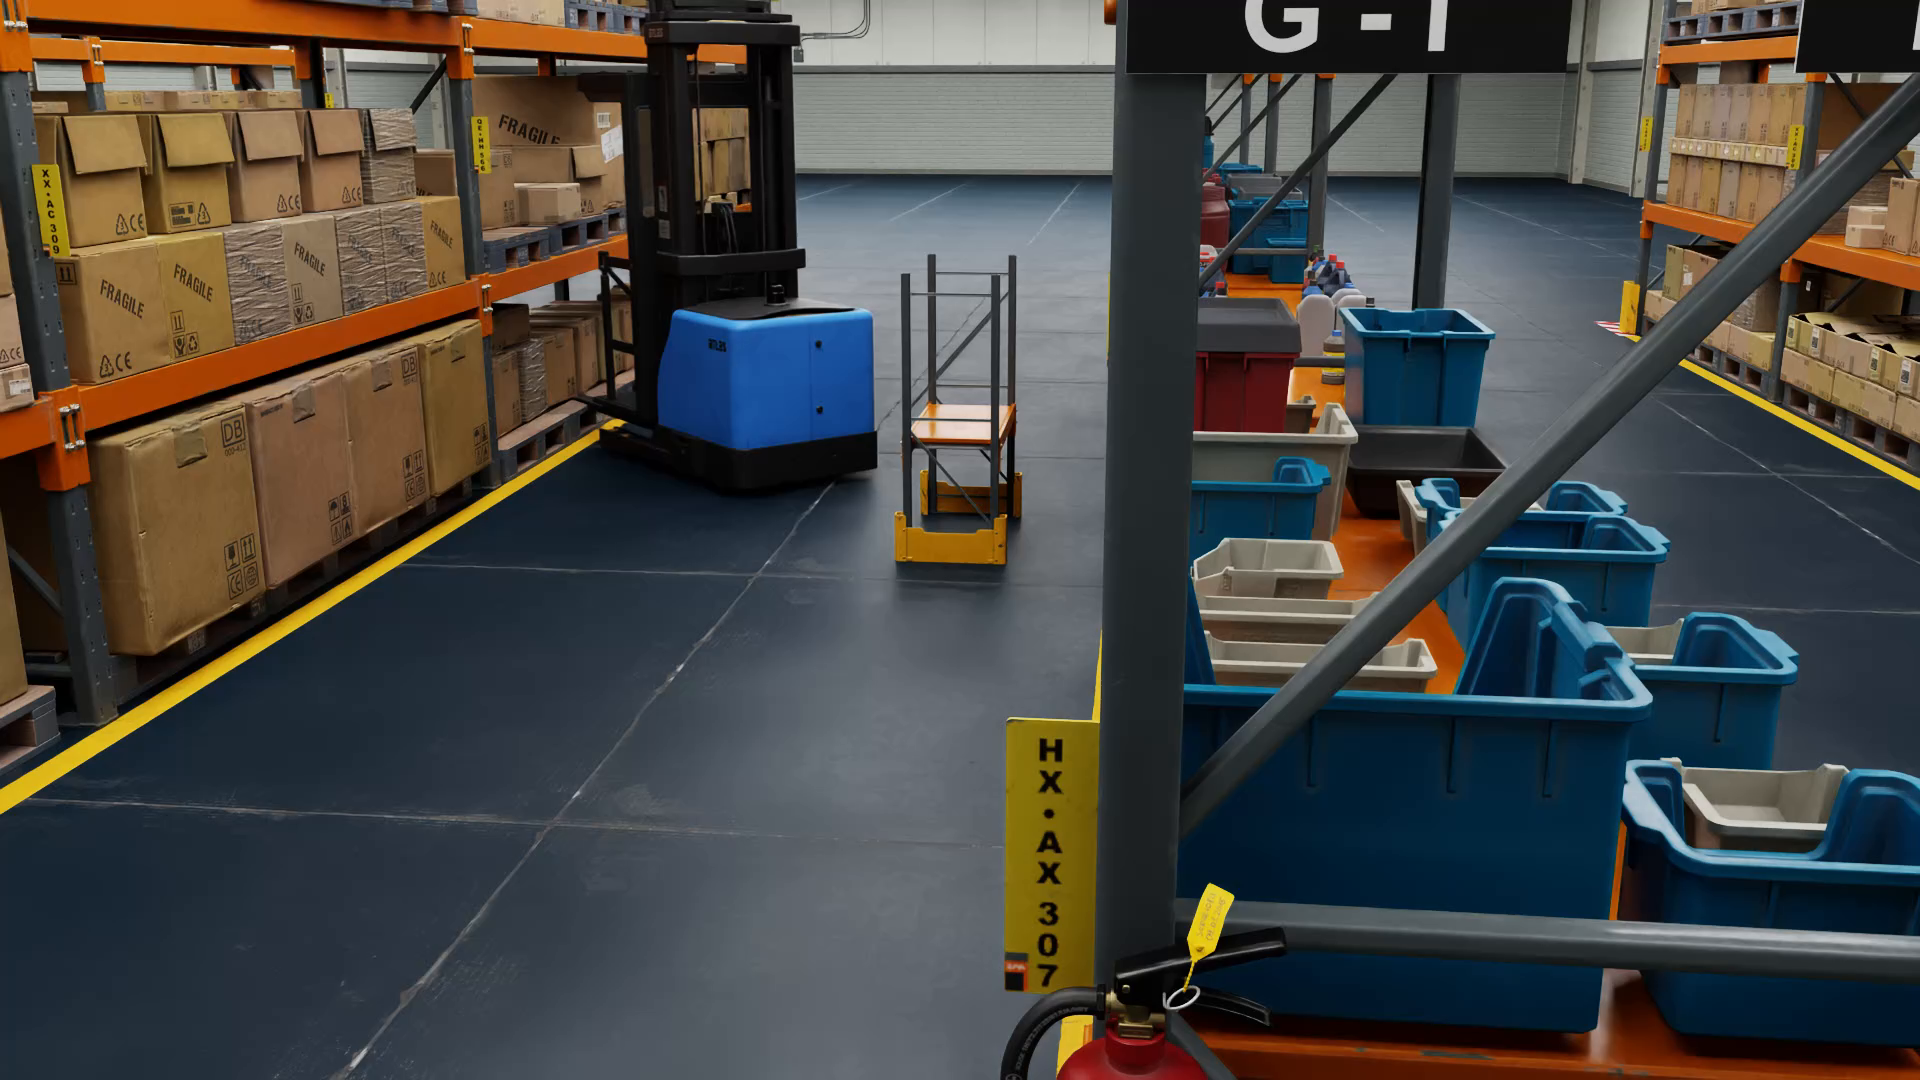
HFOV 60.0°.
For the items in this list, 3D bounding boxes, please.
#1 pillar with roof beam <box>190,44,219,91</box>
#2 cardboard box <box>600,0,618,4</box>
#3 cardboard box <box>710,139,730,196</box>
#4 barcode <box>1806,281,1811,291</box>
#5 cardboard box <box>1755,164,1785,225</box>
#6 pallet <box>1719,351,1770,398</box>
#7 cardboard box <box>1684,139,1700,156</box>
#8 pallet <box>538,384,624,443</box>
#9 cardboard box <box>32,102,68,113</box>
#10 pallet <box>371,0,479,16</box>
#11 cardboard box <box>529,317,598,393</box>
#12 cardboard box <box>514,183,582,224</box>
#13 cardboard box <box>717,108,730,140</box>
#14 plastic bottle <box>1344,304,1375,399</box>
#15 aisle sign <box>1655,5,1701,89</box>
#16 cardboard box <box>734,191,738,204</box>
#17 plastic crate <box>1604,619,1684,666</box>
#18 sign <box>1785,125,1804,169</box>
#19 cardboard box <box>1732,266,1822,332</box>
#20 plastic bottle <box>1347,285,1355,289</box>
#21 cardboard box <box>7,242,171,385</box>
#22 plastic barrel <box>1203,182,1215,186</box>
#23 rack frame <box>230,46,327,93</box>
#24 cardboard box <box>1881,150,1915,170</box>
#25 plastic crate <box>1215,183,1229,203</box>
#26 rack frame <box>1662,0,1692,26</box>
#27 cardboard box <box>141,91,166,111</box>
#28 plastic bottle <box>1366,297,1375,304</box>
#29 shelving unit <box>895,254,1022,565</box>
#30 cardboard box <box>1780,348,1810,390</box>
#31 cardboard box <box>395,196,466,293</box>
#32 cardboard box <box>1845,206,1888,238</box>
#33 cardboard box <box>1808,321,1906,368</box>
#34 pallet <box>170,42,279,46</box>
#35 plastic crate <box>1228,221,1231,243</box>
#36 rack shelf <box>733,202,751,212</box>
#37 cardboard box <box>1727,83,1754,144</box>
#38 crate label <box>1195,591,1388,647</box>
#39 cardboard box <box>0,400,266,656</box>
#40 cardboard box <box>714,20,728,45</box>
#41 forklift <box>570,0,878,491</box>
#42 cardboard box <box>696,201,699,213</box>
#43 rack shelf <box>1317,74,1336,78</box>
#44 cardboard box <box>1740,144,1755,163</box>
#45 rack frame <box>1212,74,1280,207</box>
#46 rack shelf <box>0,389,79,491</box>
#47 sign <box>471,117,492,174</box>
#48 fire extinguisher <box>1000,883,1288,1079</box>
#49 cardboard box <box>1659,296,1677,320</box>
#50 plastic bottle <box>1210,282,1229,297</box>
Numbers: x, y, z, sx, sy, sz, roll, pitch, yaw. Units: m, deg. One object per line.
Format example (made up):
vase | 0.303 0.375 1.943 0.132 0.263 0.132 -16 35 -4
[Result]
pillar with roof beam | -11.913 -11.577 34.736 9.100 9.000 0.400 2 15 6
cardboard box | -3.071 -4.400 12.940 0.797 0.503 0.637 1 15 3
cardboard box | -2.662 -3.515 15.654 0.875 0.500 0.500 2 15 6
barcode | 6.481 -1.941 12.701 0.001 0.075 0.075 2 15 6
cardboard box | 7.020 -2.827 13.677 0.700 0.500 0.500 2 15 6
pallet | 7.055 -1.385 13.879 1.003 0.211 1.213 2 15 6
cardboard box | 7.060 -3.696 15.651 0.380 0.149 0.250 2 15 6
pallet | -3.141 -0.953 12.284 1.003 0.211 1.213 2 15 6
cardboard box | -7.886 -3.393 13.857 0.700 0.500 0.500 1 15 5
pallet | -3.391 -2.970 9.013 1.213 0.211 1.003 2 15 9
cardboard box | -3.145 -1.398 12.530 0.700 0.500 0.500 0 15 1
cardboard box | -2.953 -2.340 11.551 0.500 0.250 0.500 1 15 5
cardboard box | -2.459 -3.992 15.502 0.500 0.500 0.500 2 15 6
plastic bottle | 1.466 -0.666 5.975 0.144 0.351 0.185 2 15 6
aisle sign | 7.078 -4.844 16.351 0.394 0.787 0.004 2 15 6
cardboard box | -2.414 -3.396 16.455 0.380 0.149 0.250 2 15 6
plastic crate | 1.198 0.227 2.967 0.250 0.136 0.298 2 15 6
sign | 6.372 -2.998 12.693 0.100 0.325 0.005 2 15 6
cardboard box | 6.826 -2.019 13.910 0.500 0.500 0.500 2 15 6
plastic bottle | 1.701 -0.974 7.265 0.097 0.271 0.097 0 15 0
cardboard box | -3.522 -0.904 6.568 0.500 0.500 0.500 2 15 6
plastic barrel | 1.502 -2.072 10.863 0.421 0.512 0.421 0 15 0
rack frame | -7.385 -4.029 18.314 1.000 3.000 0.127 2 15 6
cardboard box | 7.146 -2.951 12.896 0.380 0.149 0.250 2 15 6
plastic crate | 2.187 -2.775 13.797 0.767 0.338 0.504 2 15 6
rack frame | 7.375 -6.459 15.811 1.000 3.000 0.127 2 15 6
cardboard box | -7.814 -3.825 15.207 0.875 0.550 0.550 2 15 6
plastic bottle | 1.665 -0.855 6.799 0.061 0.283 0.133 2 15 6
shelving unit | 0.009 -0.744 9.039 0.587 1.500 1.083 2 15 6
cardboard box | 6.632 -1.304 12.701 0.500 0.250 0.500 1 15 5
cardboard box | -3.180 -1.694 9.490 0.500 0.500 0.500 2 15 8
cardboard box | 6.911 -2.325 12.300 0.500 0.250 0.500 3 15 10
cardboard box | 6.567 -1.443 12.139 0.500 0.311 0.500 2 15 6
pallet | -7.458 -5.241 17.221 1.003 0.211 1.213 2 15 6
plastic crate | 2.086 -2.111 11.627 0.450 0.188 0.662 2 15 6
rack shelf | -2.694 -2.990 15.852 1.077 0.370 4.000 2 15 6
cardboard box | 7.137 -3.706 14.445 0.700 0.500 0.500 2 15 6
crate label | 0.614 0.173 3.165 0.396 0.136 0.243 2 15 6
cardboard box | -3.770 -0.088 7.005 1.225 0.875 0.875 2 15 6
cardboard box | -2.441 -4.706 15.362 0.500 0.250 0.500 1 15 5
forklift | -1.811 -2.040 11.090 1.130 2.935 3.031 -11 19 -35
cardboard box | -2.536 -2.940 14.768 0.380 0.149 0.250 2 15 6
rack shelf | 1.325 -2.217 7.248 1.077 0.370 4.000 2 15 6
cardboard box | 6.886 -3.294 14.161 0.380 0.149 0.250 2 15 8
rack frame | 2.002 -2.673 13.300 1.000 3.000 0.127 2 15 6
rack shelf | -4.048 0.122 4.342 1.077 0.370 4.000 2 15 6
sign | -2.819 -2.325 9.795 0.100 0.325 0.005 2 15 6
fire extinguisher | 0.179 0.683 1.754 0.296 0.674 0.183 2 15 6
cardboard box | 7.040 -2.177 15.928 0.500 0.250 0.500 2 15 6
plastic bottle | 1.042 -0.866 6.712 0.144 0.351 0.185 2 15 6
